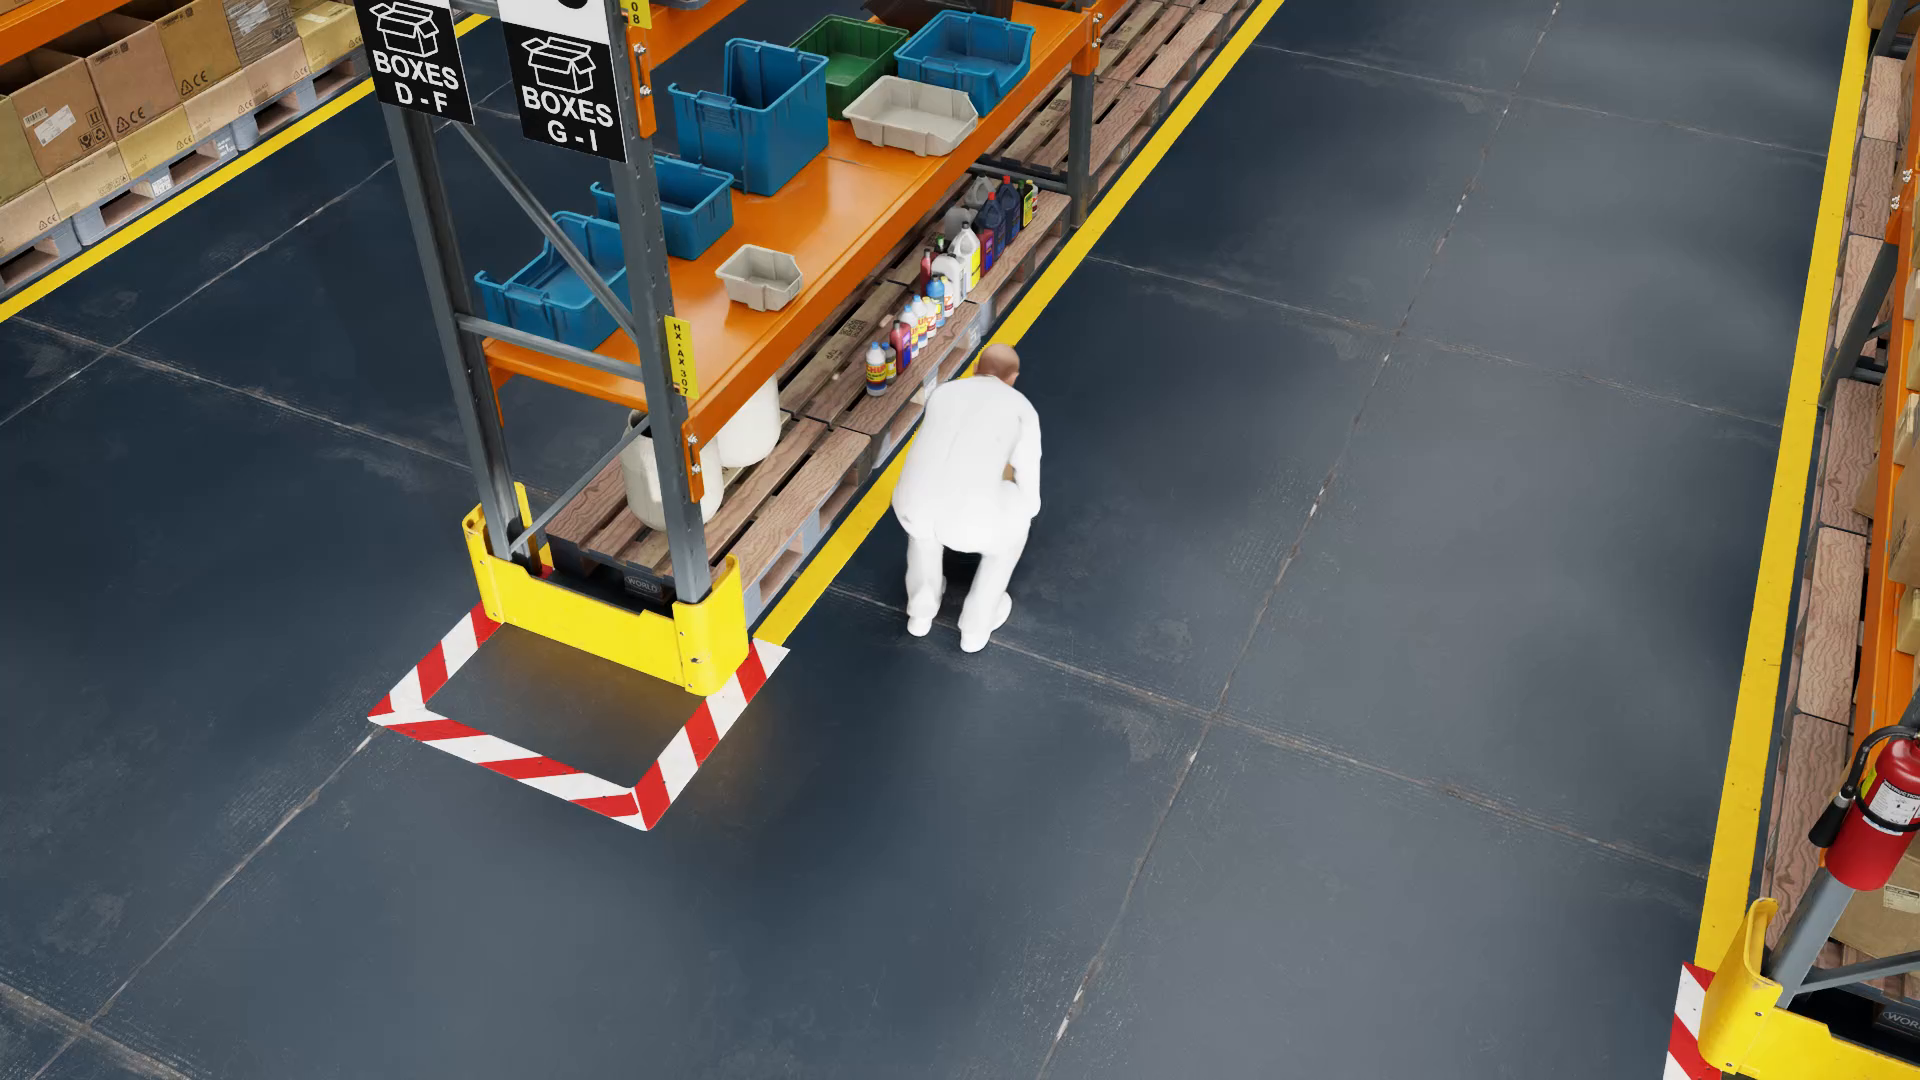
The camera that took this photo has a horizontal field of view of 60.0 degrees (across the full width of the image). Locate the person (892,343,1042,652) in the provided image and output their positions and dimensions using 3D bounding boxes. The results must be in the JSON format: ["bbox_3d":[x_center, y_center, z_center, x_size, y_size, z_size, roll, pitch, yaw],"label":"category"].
[{"bbox_3d":[0.050,-0.158,6.911,0.593,1.033,0.942,13,43,15],"label":"person"}]
